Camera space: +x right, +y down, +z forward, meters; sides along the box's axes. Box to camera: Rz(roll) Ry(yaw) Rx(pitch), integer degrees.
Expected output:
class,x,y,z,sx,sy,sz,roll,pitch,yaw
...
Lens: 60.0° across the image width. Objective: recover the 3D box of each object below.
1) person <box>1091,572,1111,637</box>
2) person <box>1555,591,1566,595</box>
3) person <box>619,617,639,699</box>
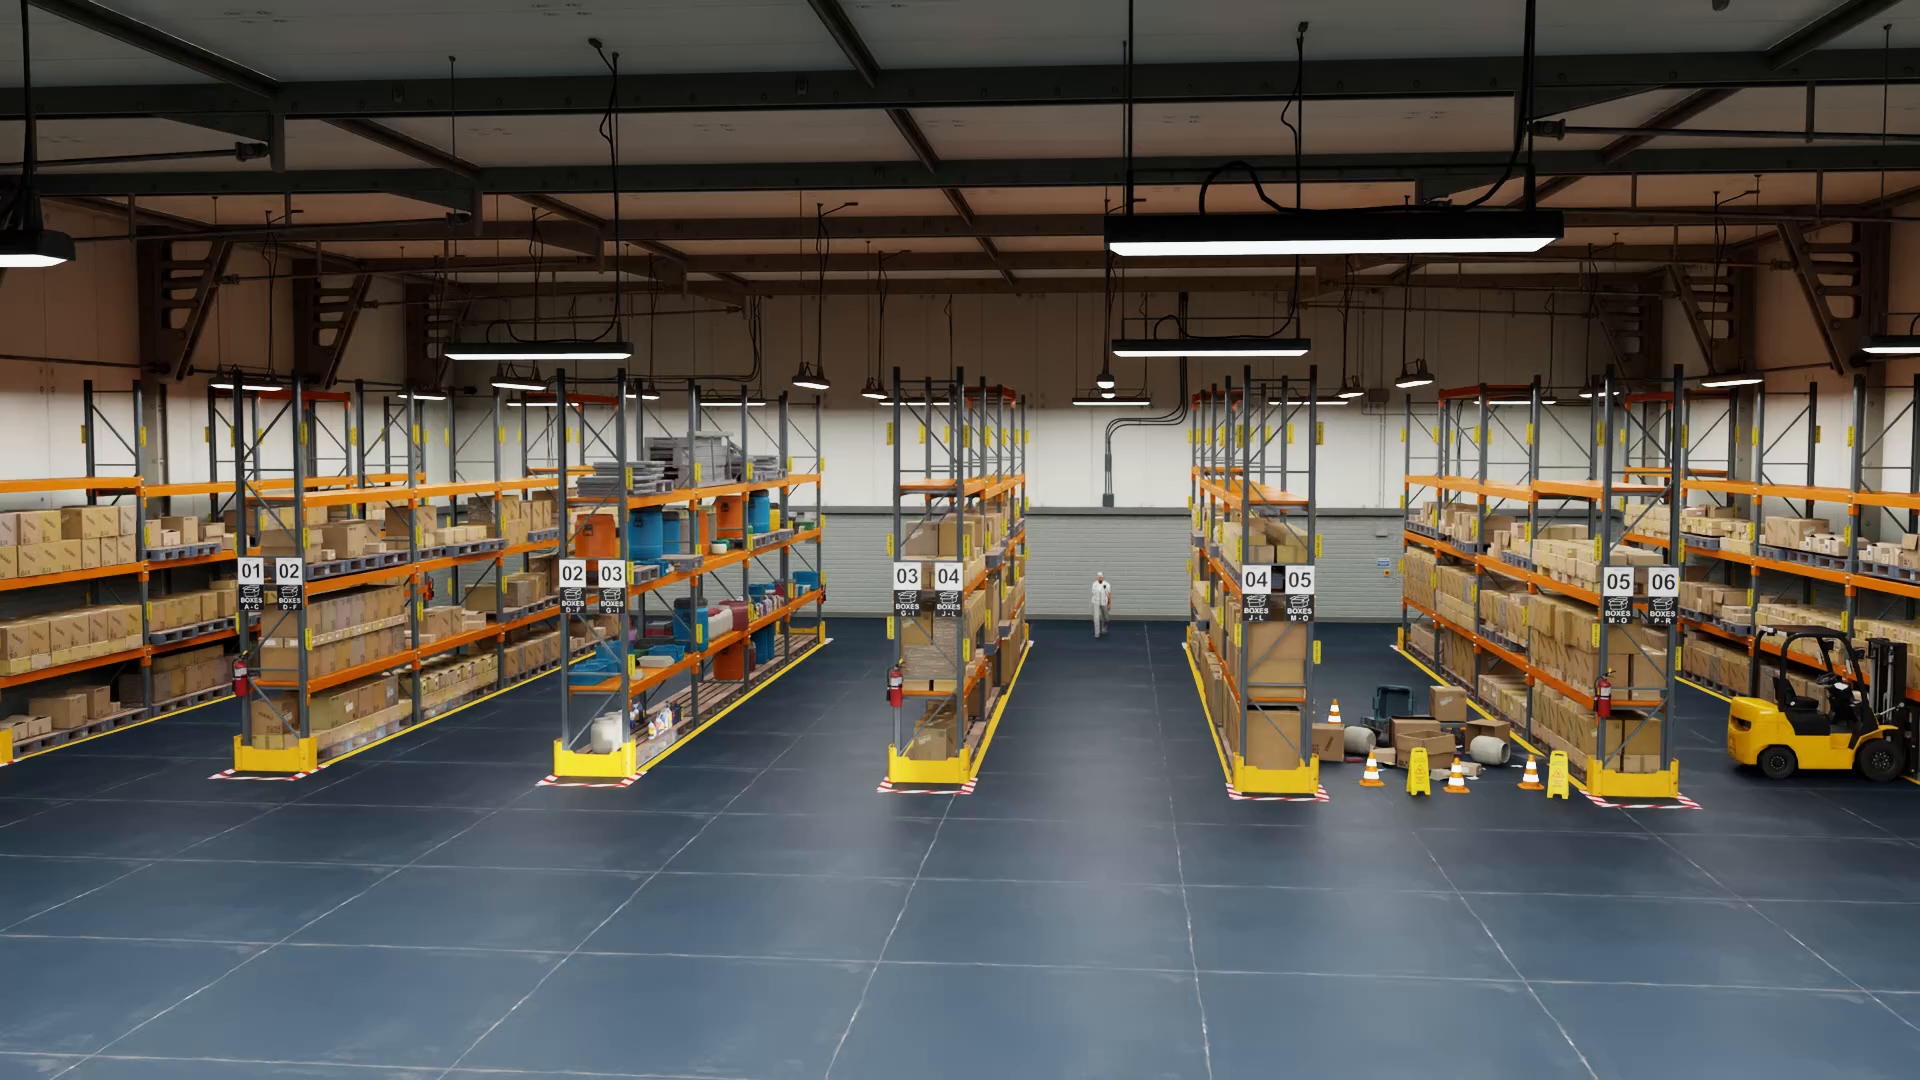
class,x,y,z,sx,sy,sz,roll,pitch,yaw
person,3.533,1.597,41.562,0.494,1.618,0.828,0,4,3
person,14.424,1.638,39.853,0.837,1.757,0.591,1,4,9
person,-6.363,2.245,31.962,0.401,1.517,0.986,1,4,8
